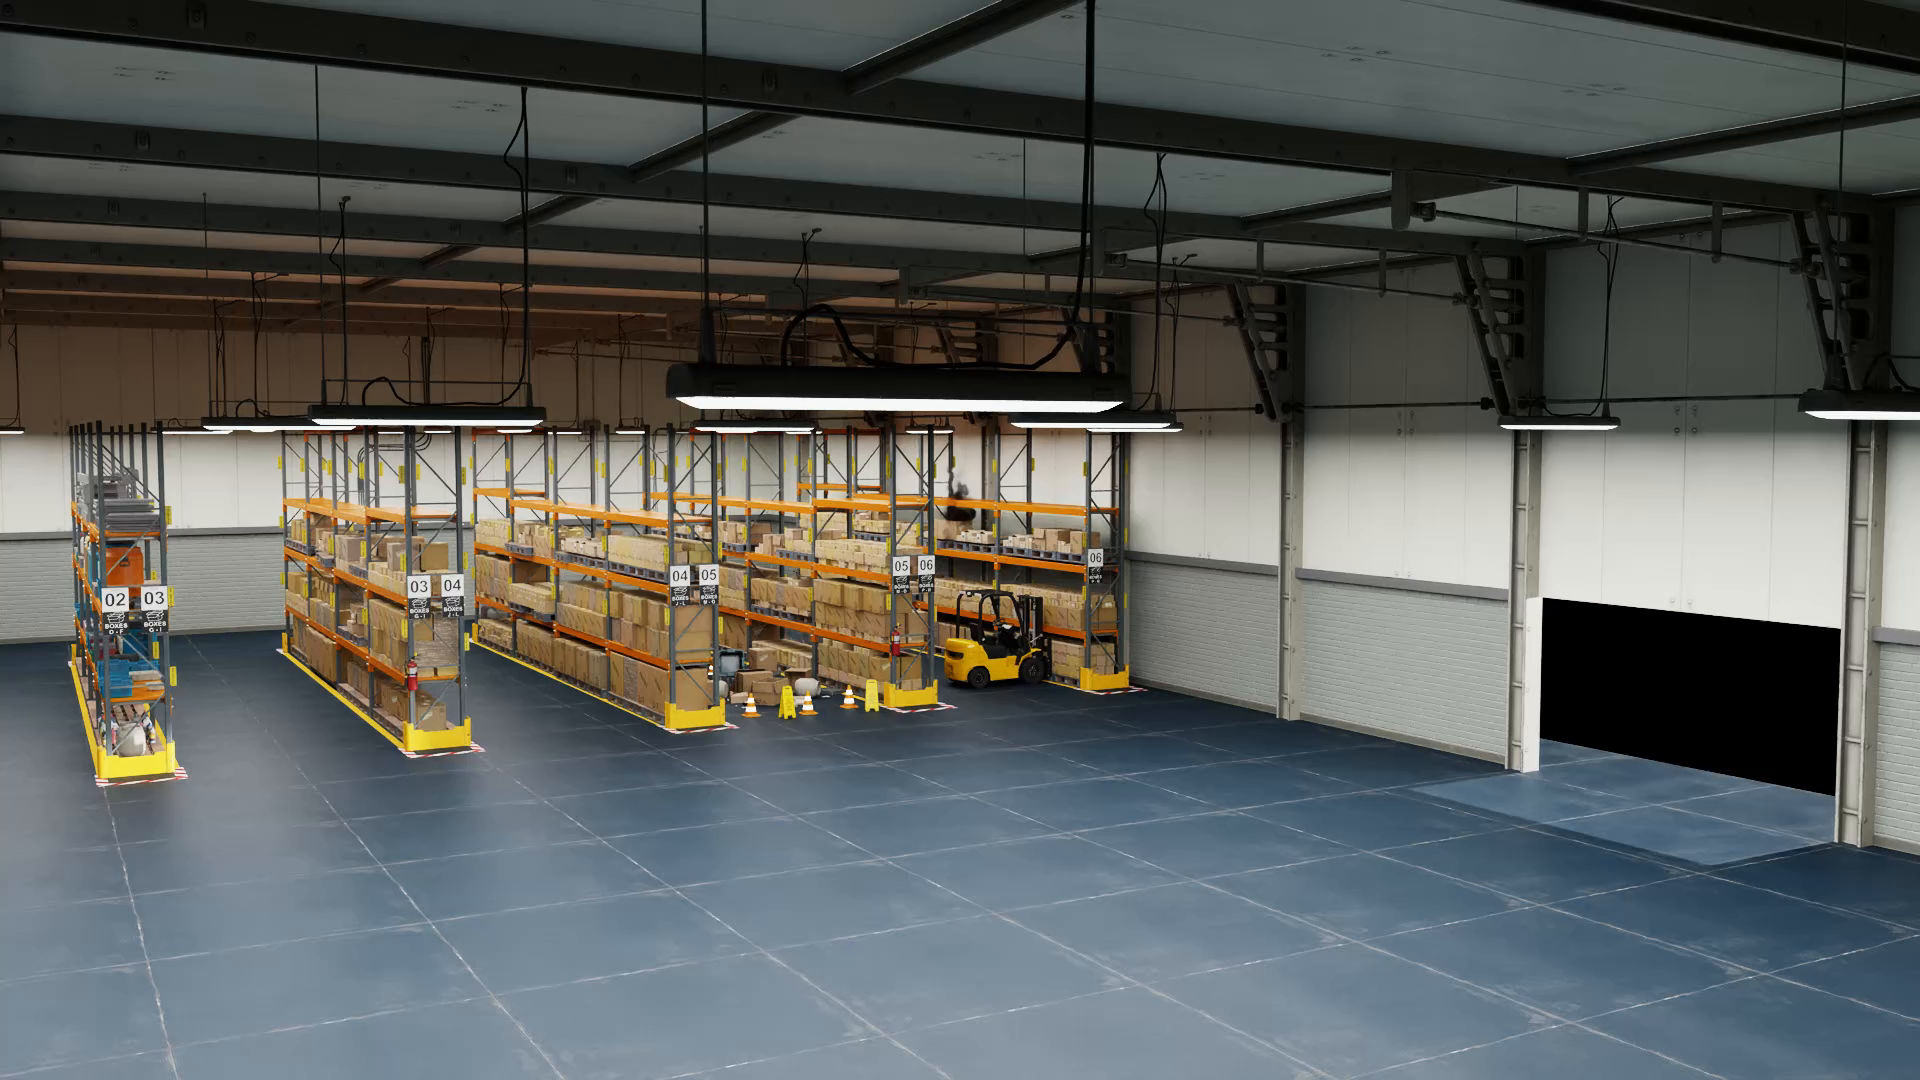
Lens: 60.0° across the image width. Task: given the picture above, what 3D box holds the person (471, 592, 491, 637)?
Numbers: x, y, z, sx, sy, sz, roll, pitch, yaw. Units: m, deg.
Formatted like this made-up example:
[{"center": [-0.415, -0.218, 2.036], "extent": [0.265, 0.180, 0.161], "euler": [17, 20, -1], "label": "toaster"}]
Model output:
[{"center": [-13.712, 1.878, 47.912], "extent": [0.650, 1.721, 0.952], "euler": [3, 5, 40], "label": "person"}]
